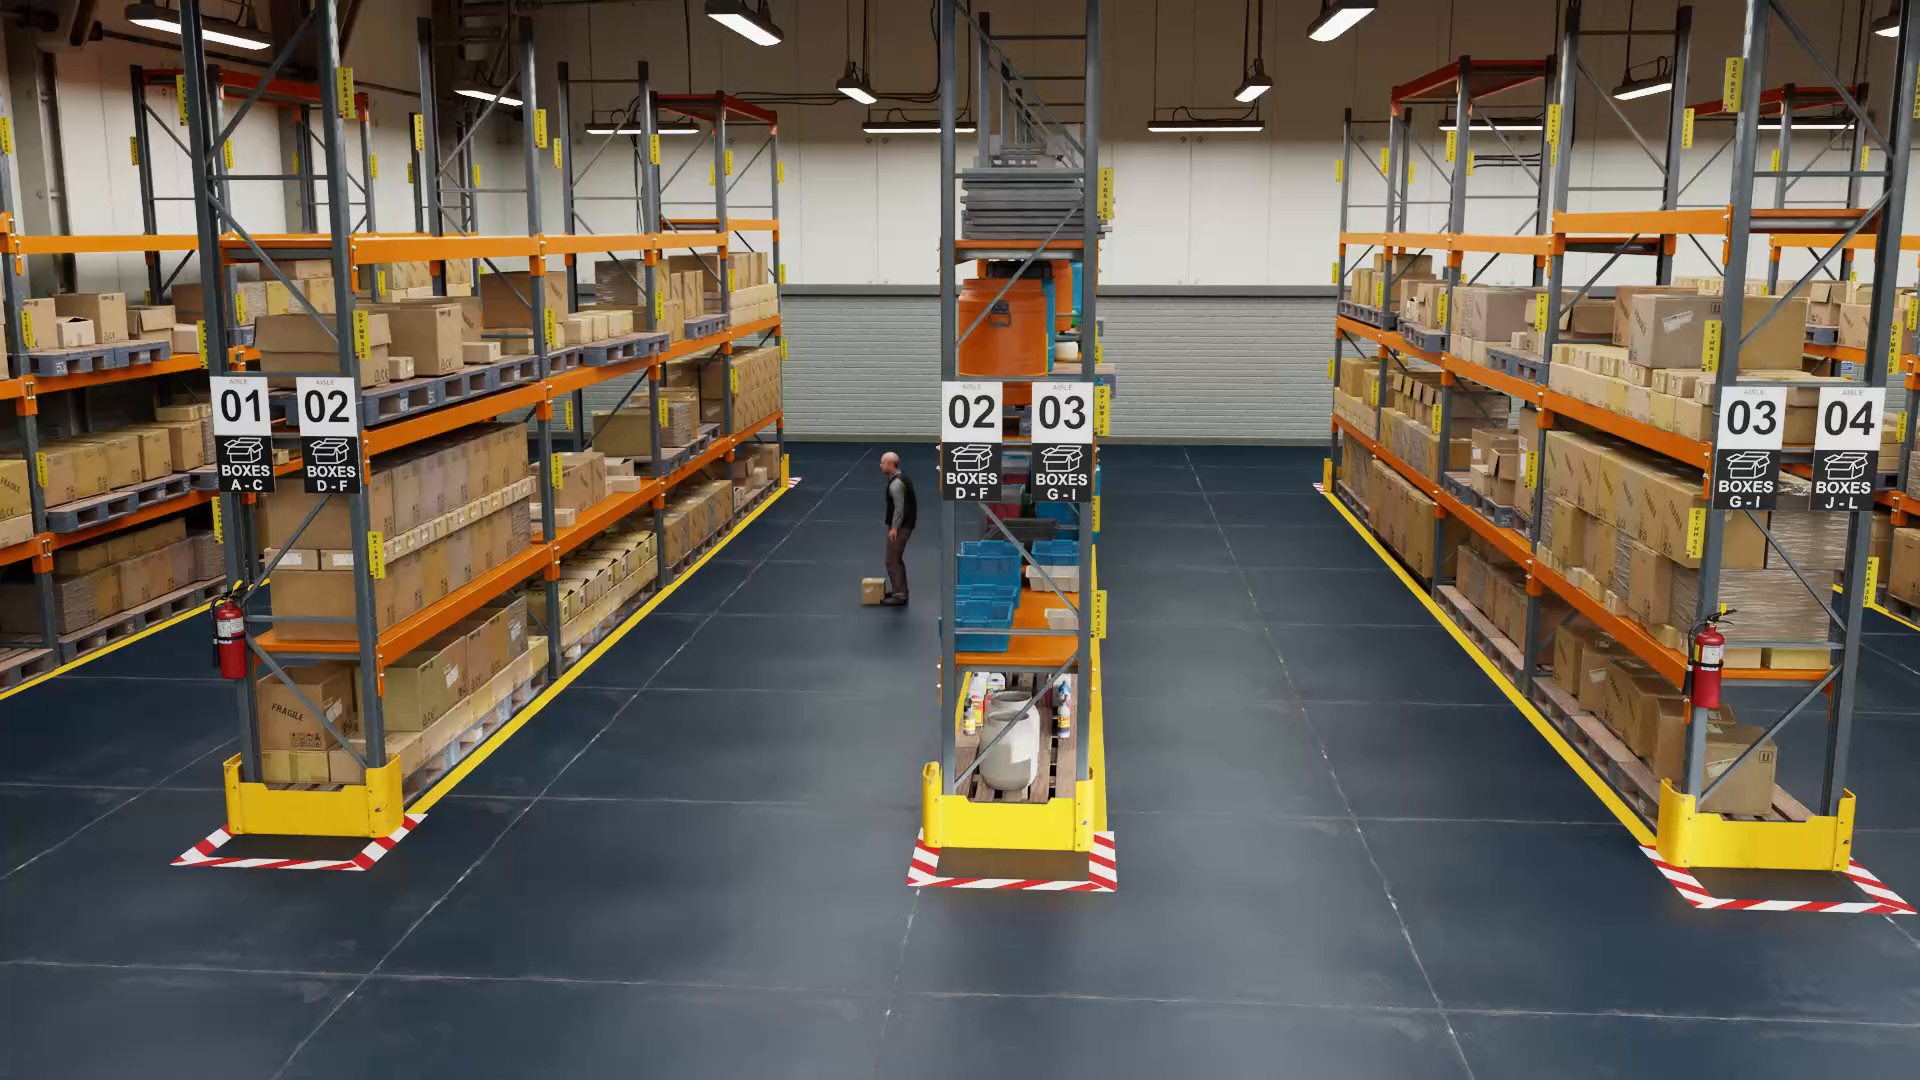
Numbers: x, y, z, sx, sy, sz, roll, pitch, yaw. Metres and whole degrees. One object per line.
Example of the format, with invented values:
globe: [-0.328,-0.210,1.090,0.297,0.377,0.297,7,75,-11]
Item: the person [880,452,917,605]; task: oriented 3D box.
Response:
person: [-0.694,-0.138,18.729,0.420,1.719,0.579,0,11,1]
